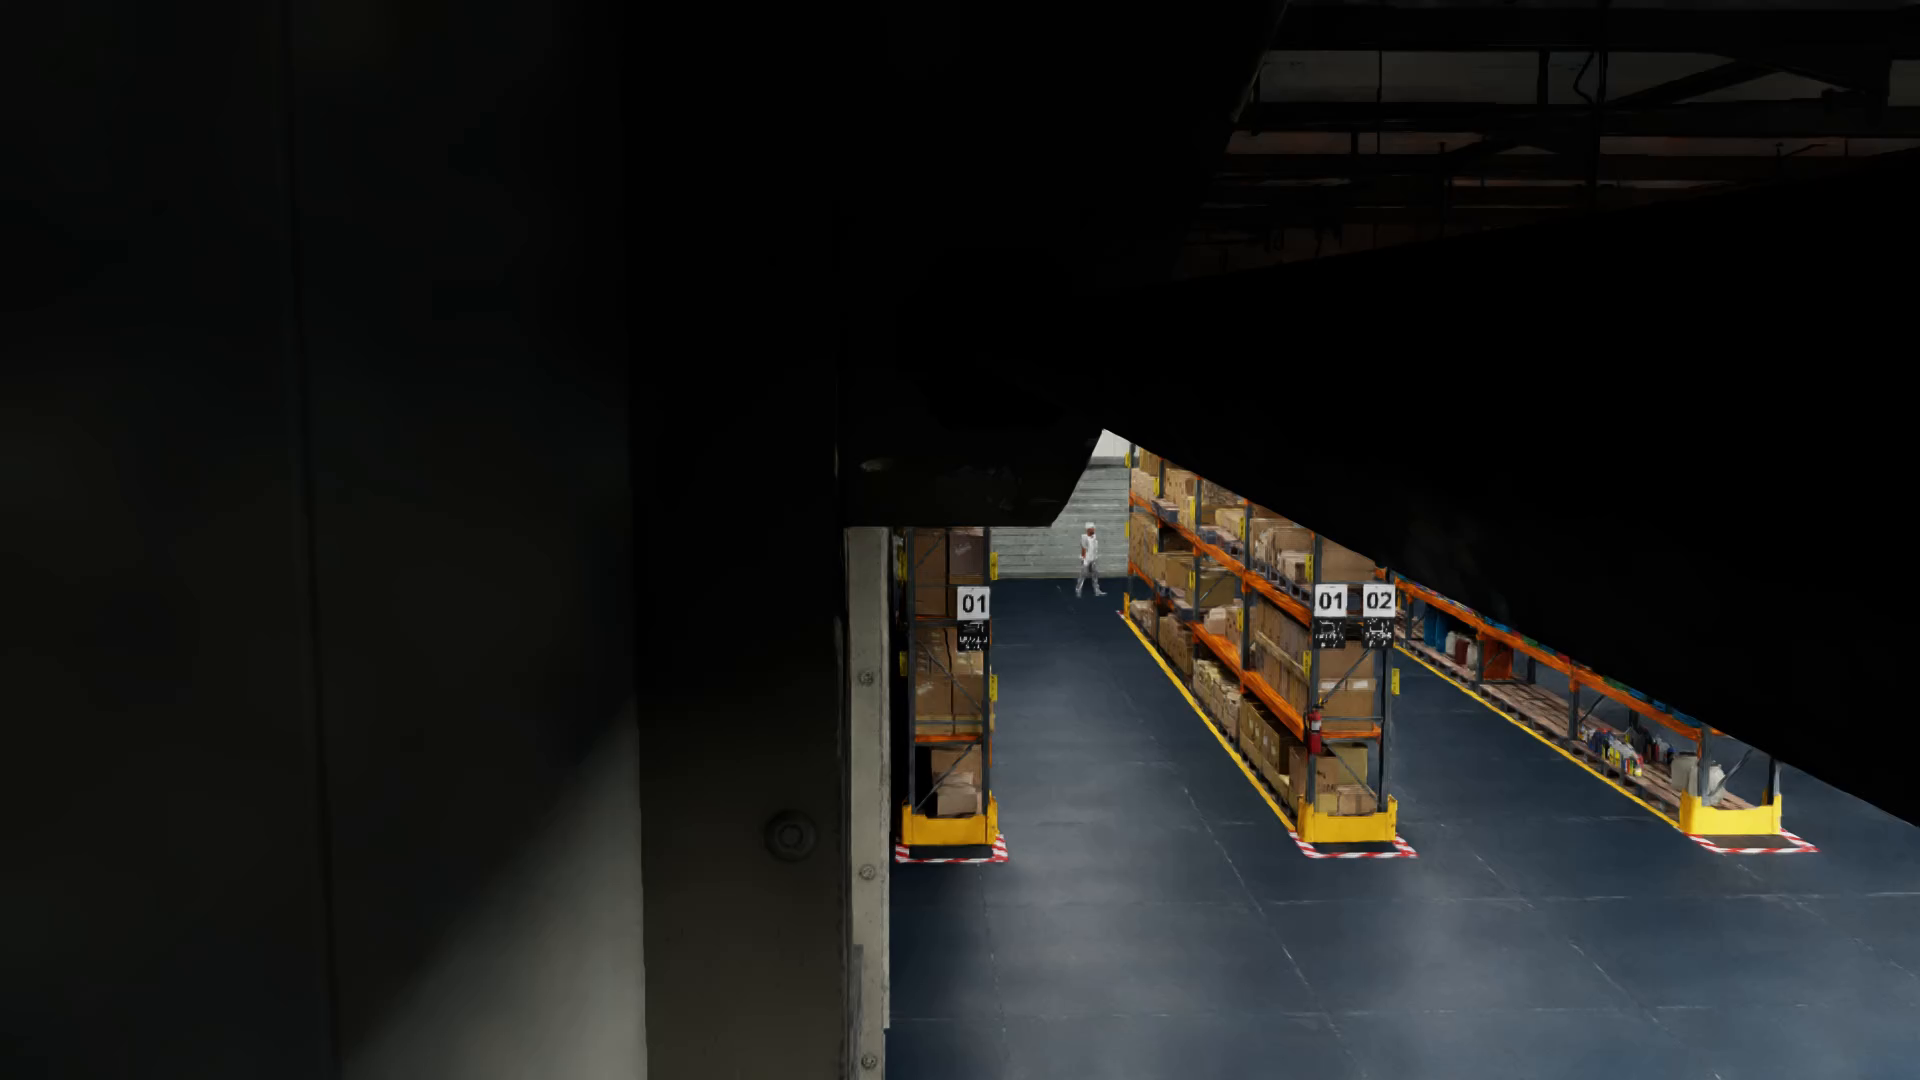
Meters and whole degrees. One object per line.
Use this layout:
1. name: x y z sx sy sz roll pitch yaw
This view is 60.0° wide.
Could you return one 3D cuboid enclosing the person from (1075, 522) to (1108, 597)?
1. person: 3.058 0.448 38.963 0.575 1.774 0.734 5 9 36
